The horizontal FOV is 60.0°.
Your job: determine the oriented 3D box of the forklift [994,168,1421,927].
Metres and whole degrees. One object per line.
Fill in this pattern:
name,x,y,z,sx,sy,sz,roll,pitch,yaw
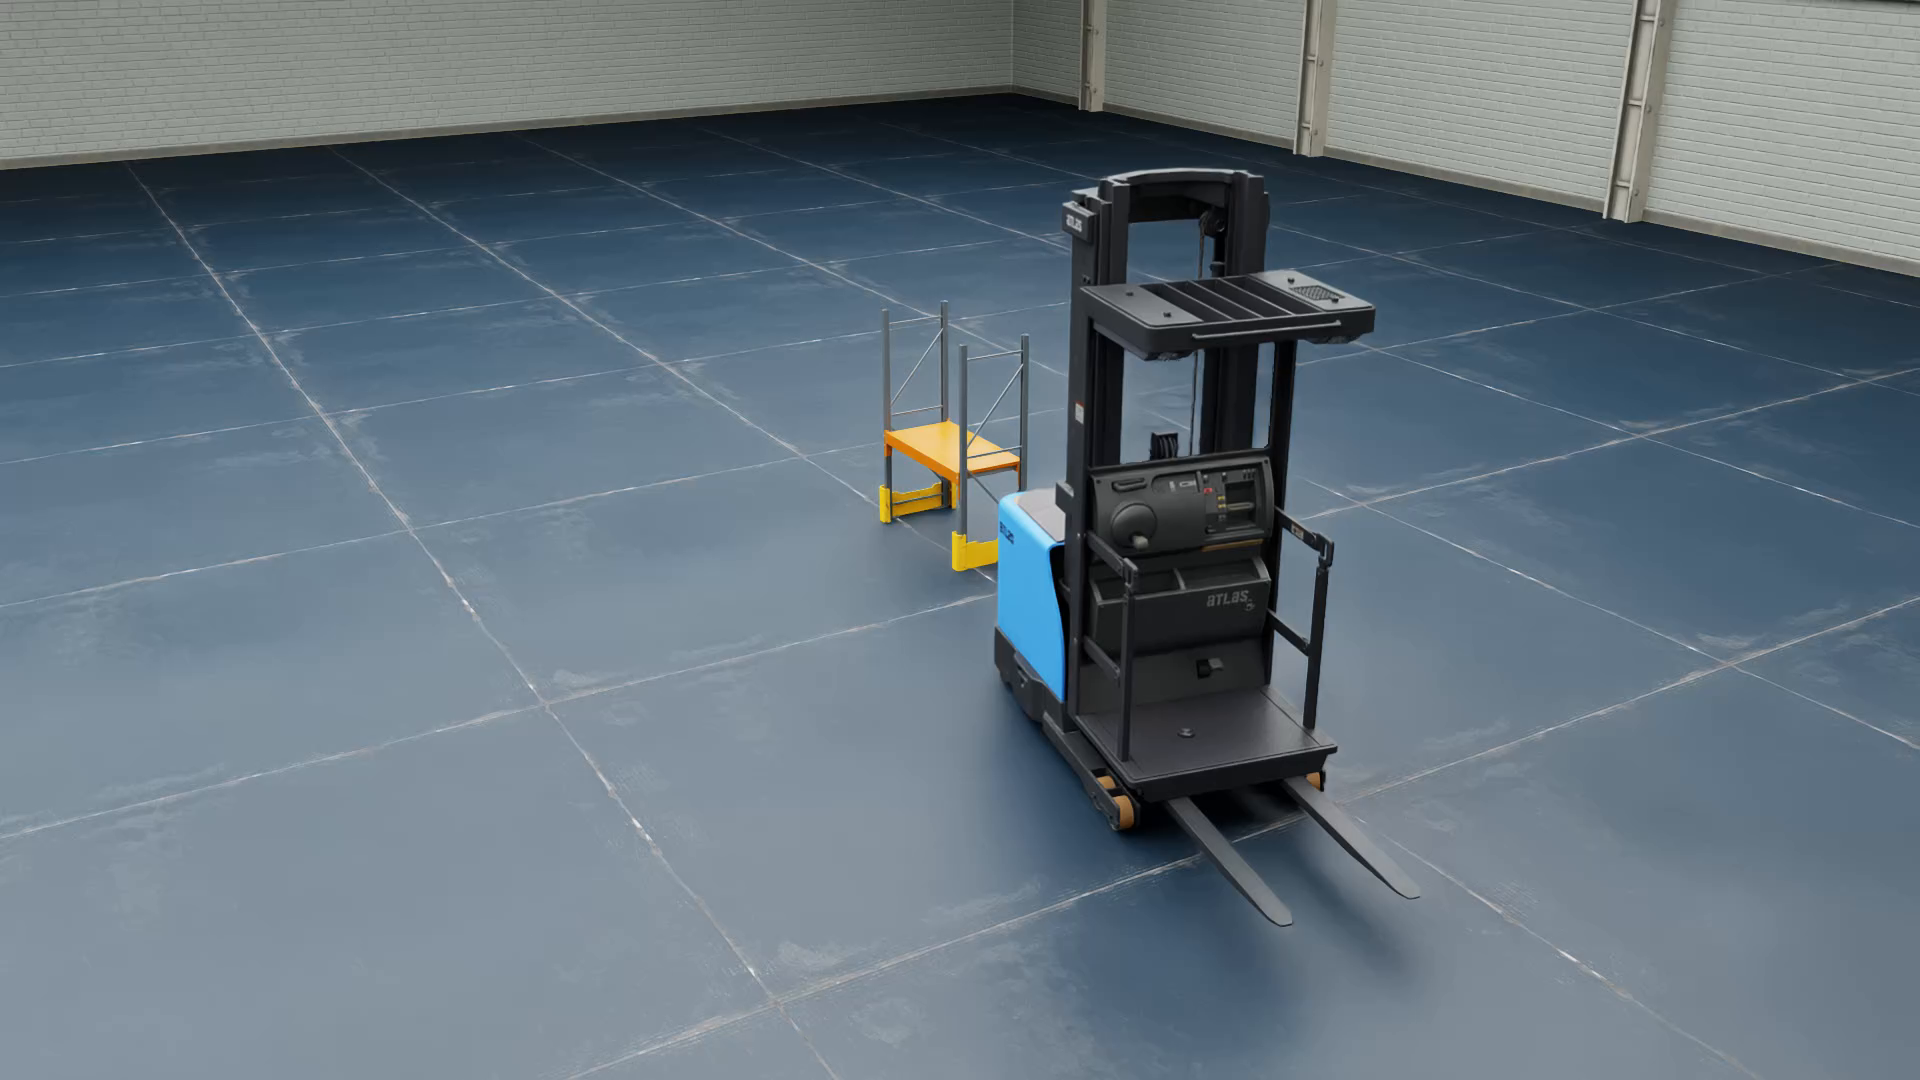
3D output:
forklift,1.147,-0.147,7.781,1.130,2.935,3.031,-7,23,-17

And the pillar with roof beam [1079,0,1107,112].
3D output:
pillar with roof beam,-1.250,-11.379,27.357,9.100,9.000,0.400,-13,25,-28

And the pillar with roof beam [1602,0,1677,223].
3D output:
pillar with roof beam,4.880,-7.495,17.800,9.100,9.000,0.400,-13,25,-28

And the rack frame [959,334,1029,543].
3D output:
rack frame,0.216,-0.558,10.692,0.500,1.500,0.032,-13,25,-28

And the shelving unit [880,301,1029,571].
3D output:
shelving unit,-0.039,-0.719,11.090,0.587,1.500,1.083,-13,25,-28

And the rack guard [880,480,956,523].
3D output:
rack guard,-0.293,-0.302,11.722,0.587,0.250,0.087,-13,25,-28

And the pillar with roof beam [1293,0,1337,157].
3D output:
pillar with roof beam,1.815,-9.437,22.579,9.100,9.000,0.400,-13,25,-28

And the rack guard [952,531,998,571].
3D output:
rack guard,0.215,0.021,10.928,0.587,0.250,0.087,-13,25,-28

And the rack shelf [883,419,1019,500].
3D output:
rack shelf,-0.044,-0.556,11.165,0.538,0.185,1.000,-13,25,-28

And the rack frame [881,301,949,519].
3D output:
rack frame,-0.303,-0.887,11.502,0.500,1.500,0.032,-13,25,-28
